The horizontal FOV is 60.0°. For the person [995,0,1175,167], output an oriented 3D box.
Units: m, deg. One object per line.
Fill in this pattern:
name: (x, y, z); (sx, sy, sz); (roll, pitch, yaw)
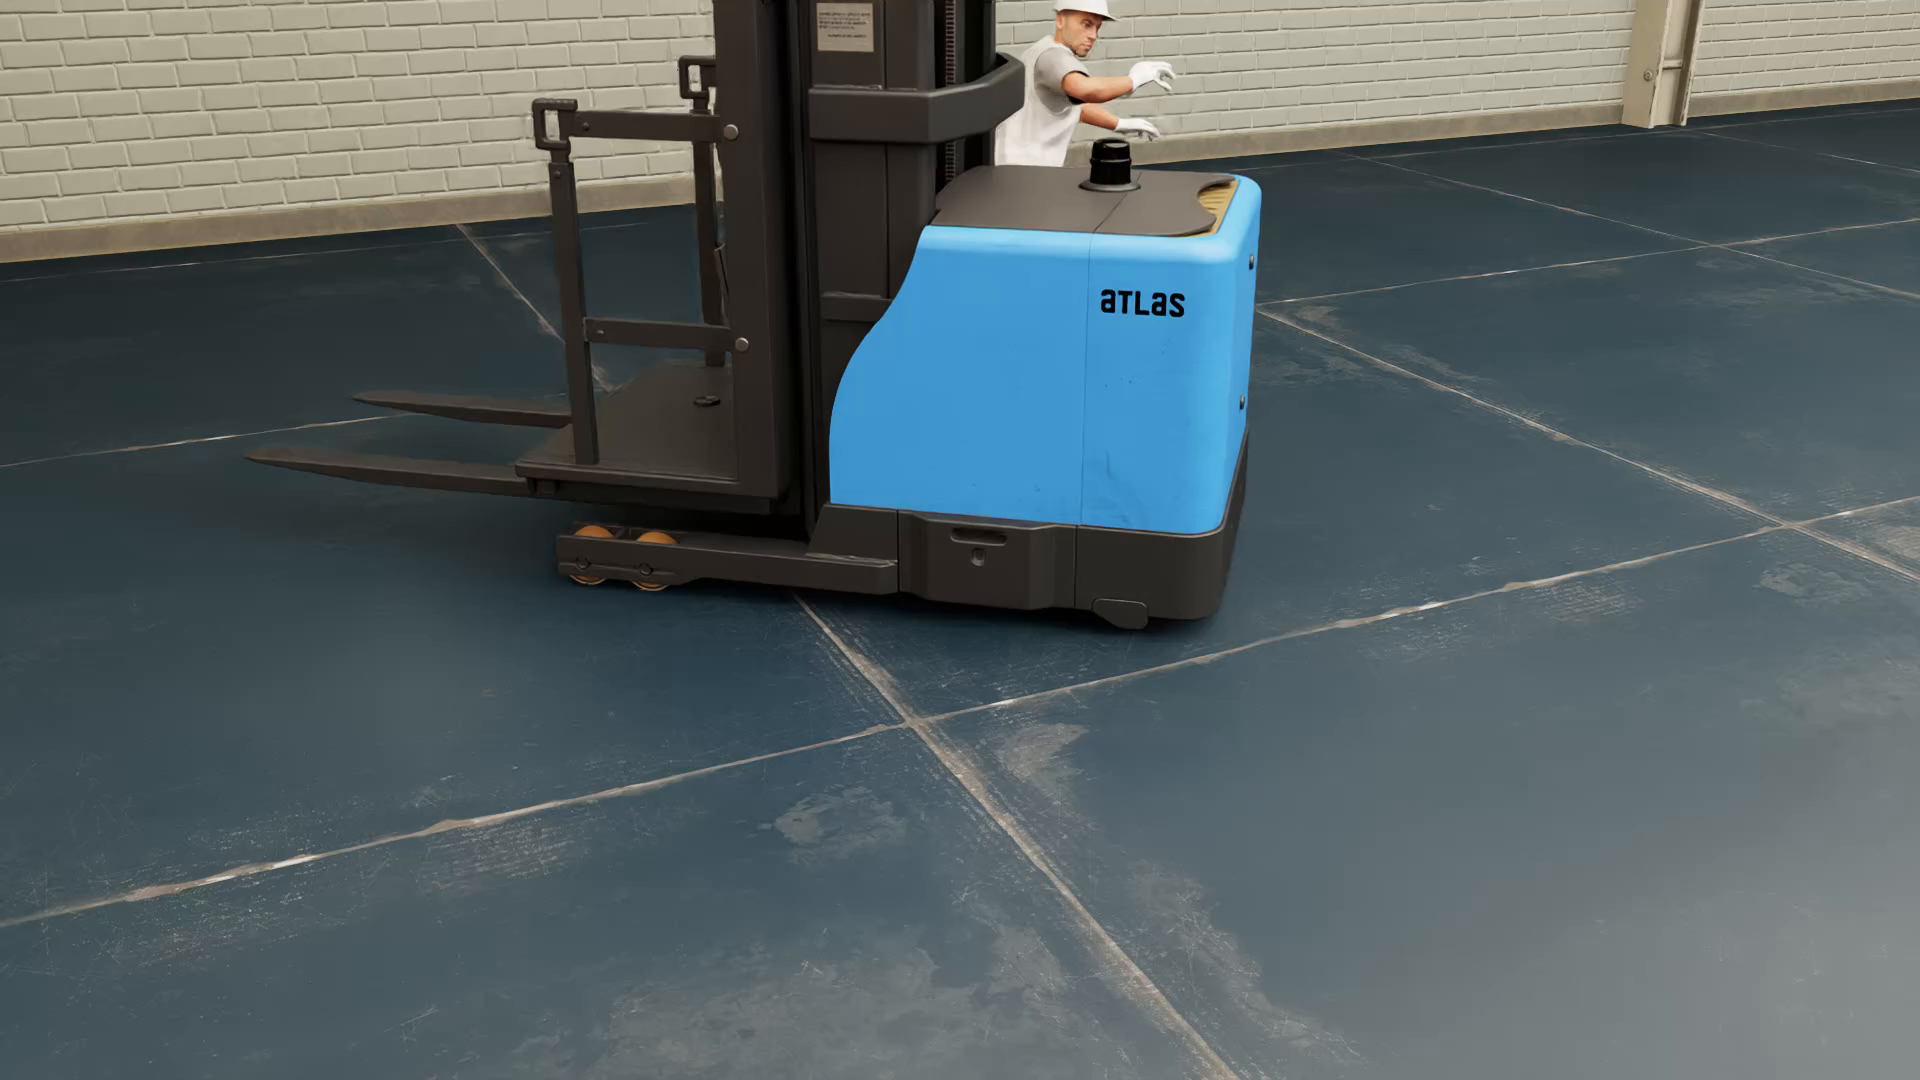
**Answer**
person: (0.568, -1.497, 6.779); (1.021, 1.483, 0.788); (-14, 26, -31)

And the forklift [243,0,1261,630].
forklift: (-0.676, -1.397, 4.650); (3.031, 2.935, 1.130); (5, 23, 12)
